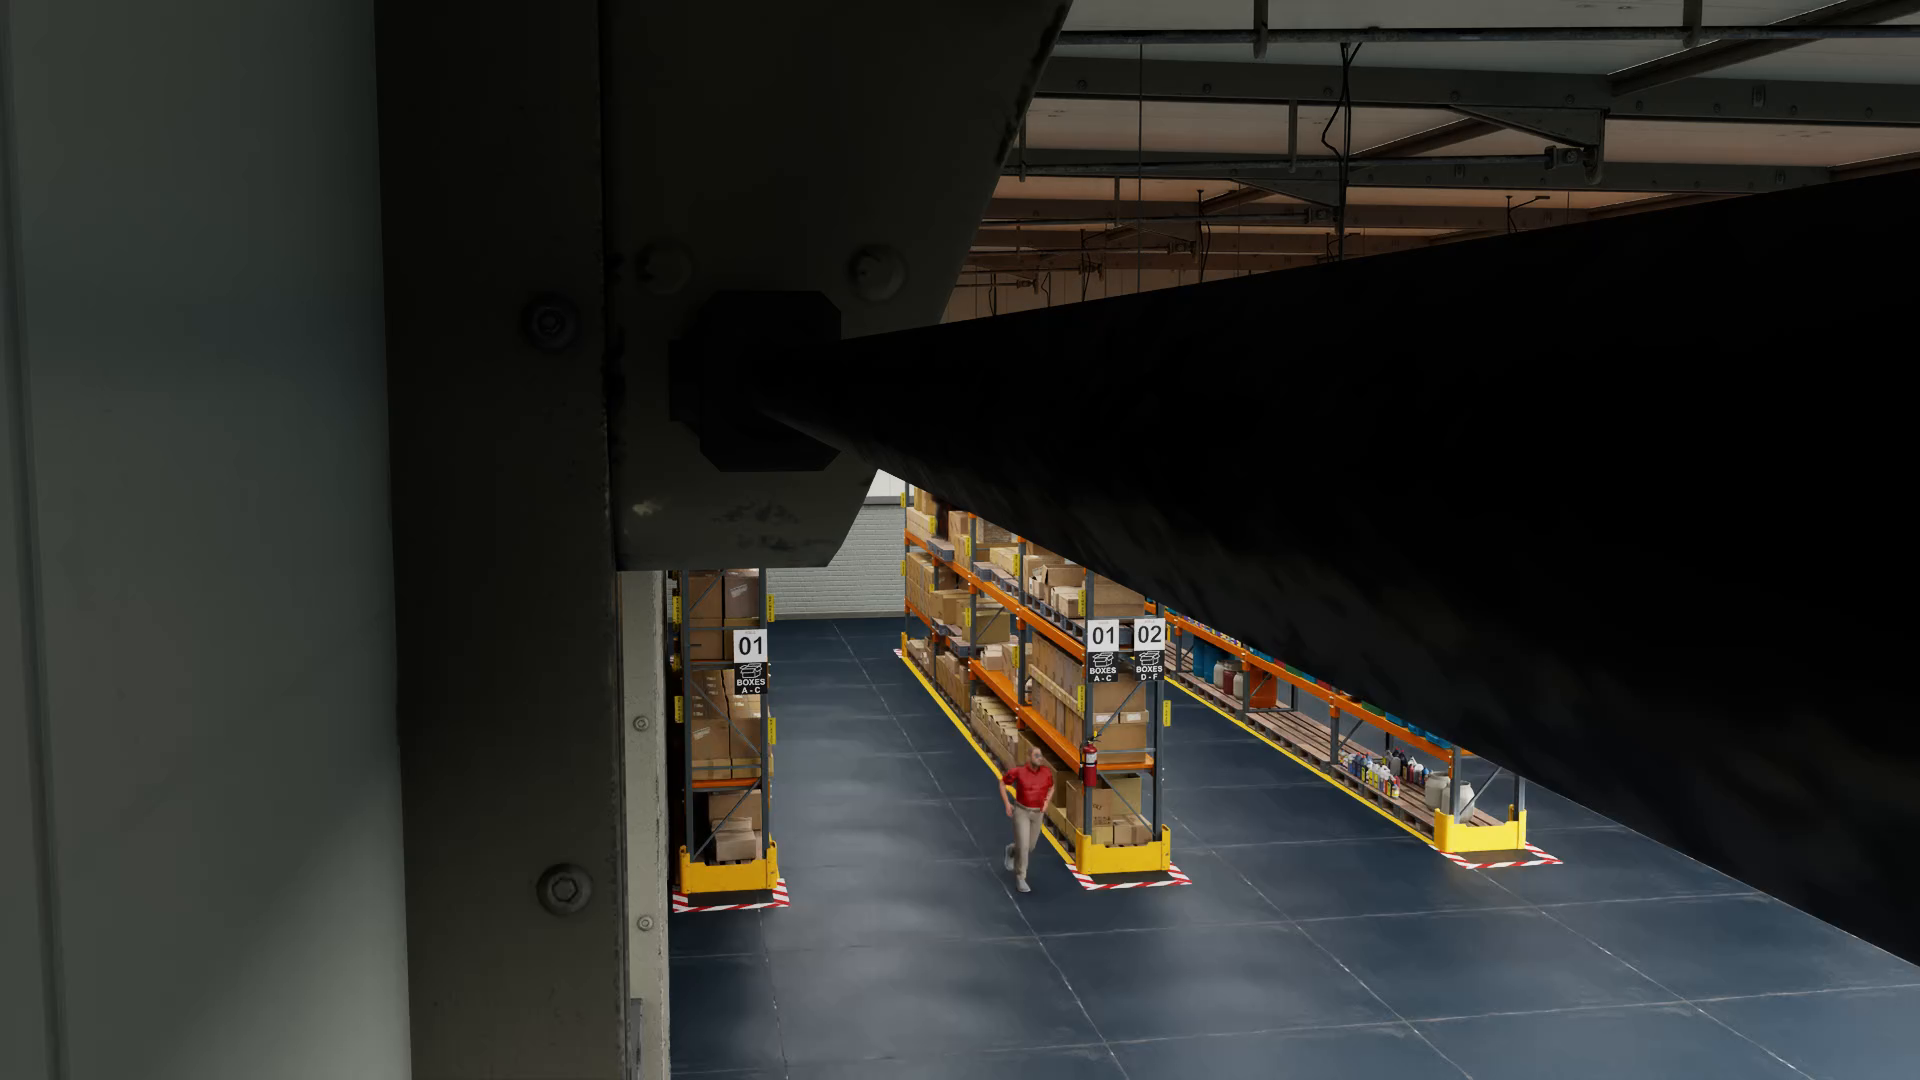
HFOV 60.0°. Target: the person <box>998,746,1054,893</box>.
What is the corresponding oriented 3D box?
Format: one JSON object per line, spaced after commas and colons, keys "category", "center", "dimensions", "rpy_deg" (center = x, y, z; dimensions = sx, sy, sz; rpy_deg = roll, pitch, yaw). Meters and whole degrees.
{"category": "person", "center": [0.842, 3.377, 20.456], "dimensions": [0.713, 1.701, 0.872], "rpy_deg": [-2, 6, -23]}
